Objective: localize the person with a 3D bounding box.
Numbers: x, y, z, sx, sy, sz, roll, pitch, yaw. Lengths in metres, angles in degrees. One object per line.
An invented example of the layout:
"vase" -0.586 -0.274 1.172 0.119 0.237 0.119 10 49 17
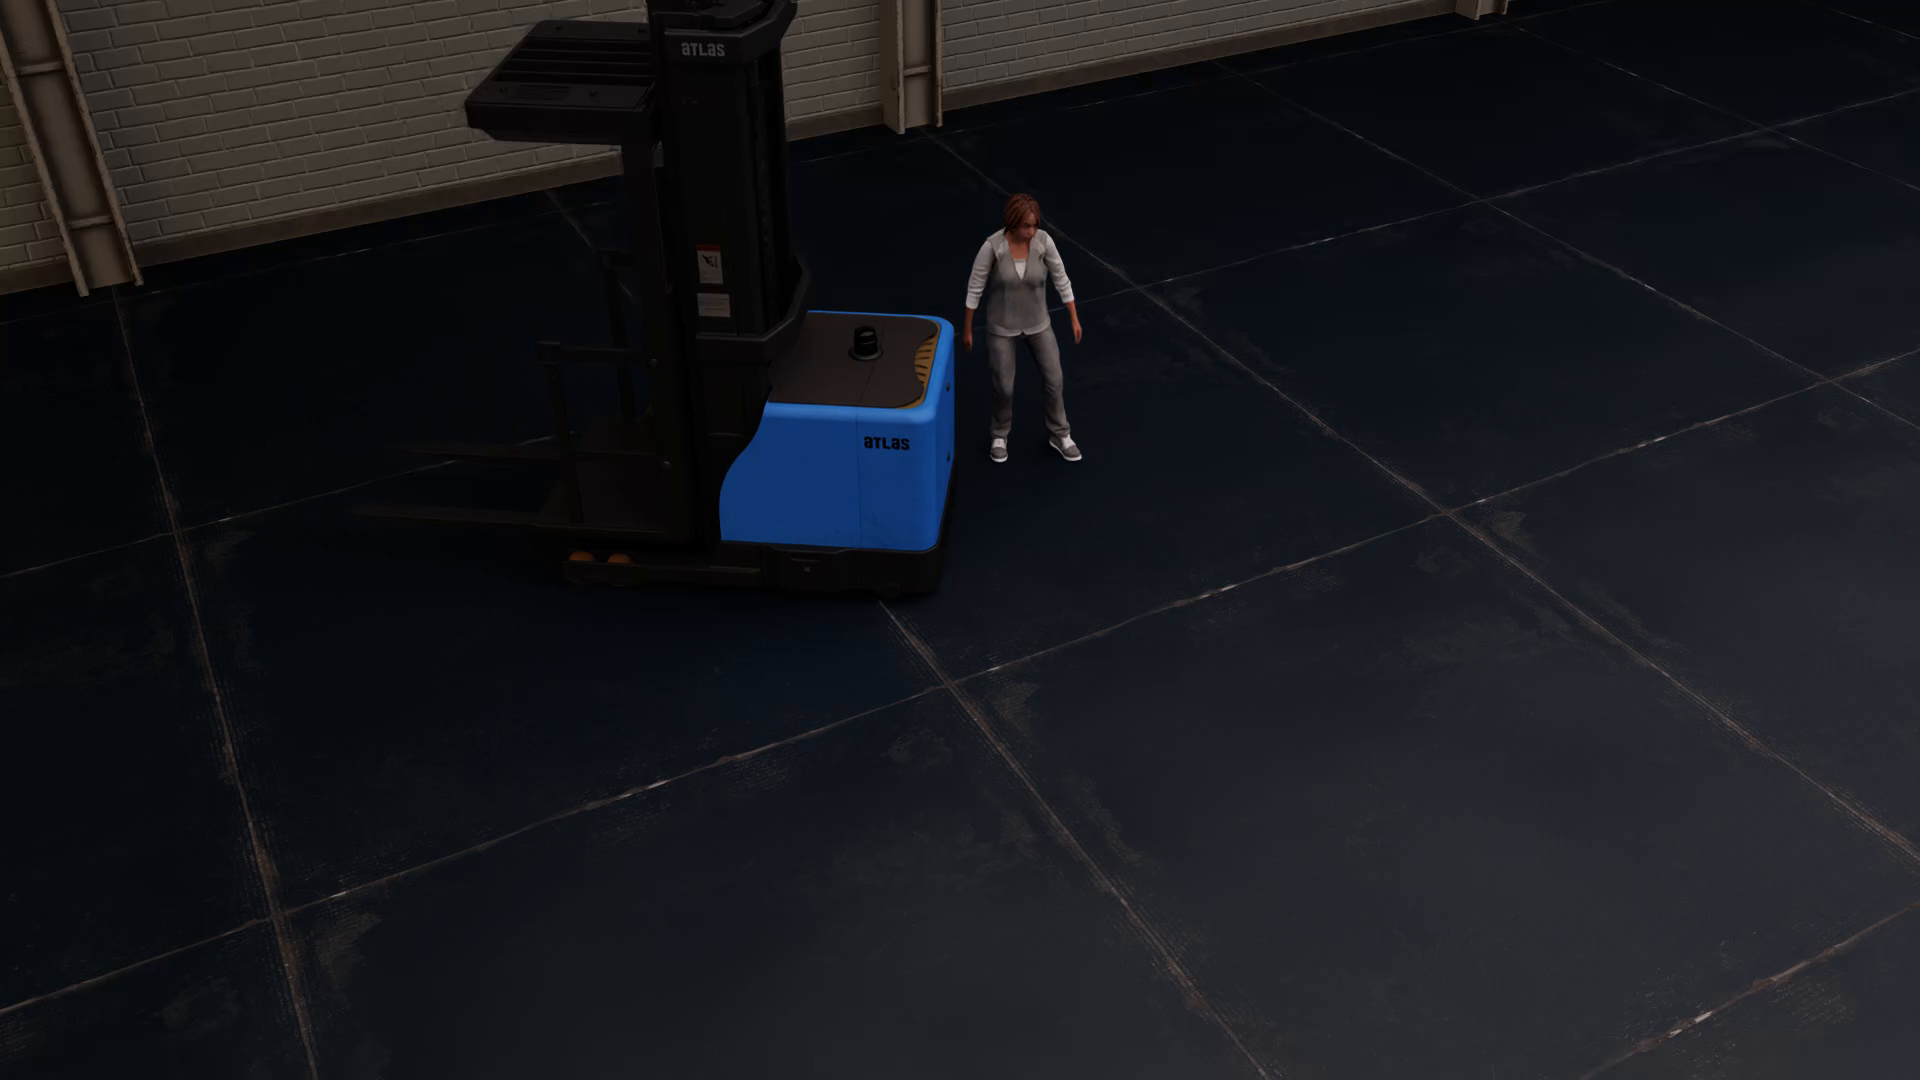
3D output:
"person" 0.332 -1.128 8.902 0.651 1.570 0.357 -7 36 -10

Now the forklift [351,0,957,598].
"forklift" -1.565 -1.261 7.907 3.031 2.935 1.130 3 35 5
